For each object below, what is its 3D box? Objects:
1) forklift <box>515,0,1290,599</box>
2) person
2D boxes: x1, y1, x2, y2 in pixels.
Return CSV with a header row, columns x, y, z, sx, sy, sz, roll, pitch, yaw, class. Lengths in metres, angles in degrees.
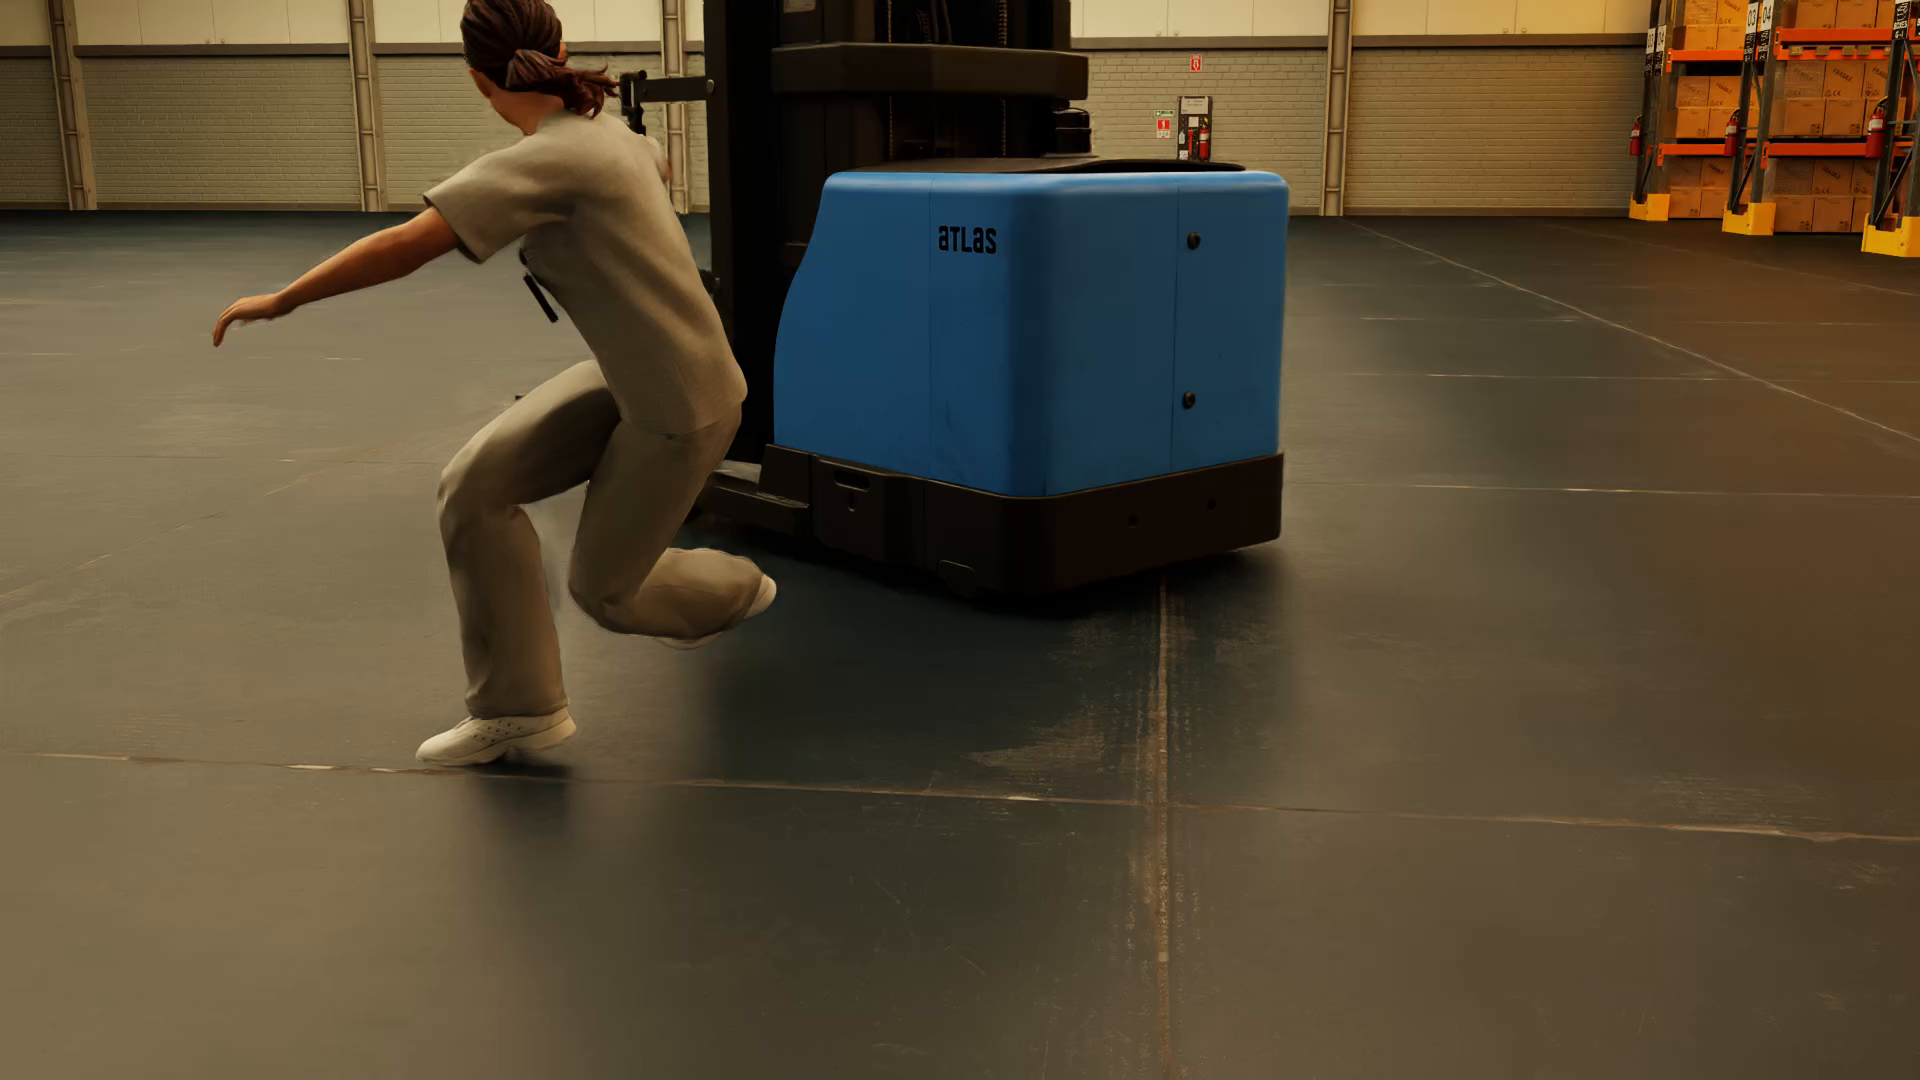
x,y,z,sx,sy,sz,roll,pitch,yaw,class
-0.445,-1.552,5.147,1.130,2.935,3.031,-11,17,-40,forklift
-0.850,-0.310,3.215,1.072,1.427,0.767,-6,14,-23,person
